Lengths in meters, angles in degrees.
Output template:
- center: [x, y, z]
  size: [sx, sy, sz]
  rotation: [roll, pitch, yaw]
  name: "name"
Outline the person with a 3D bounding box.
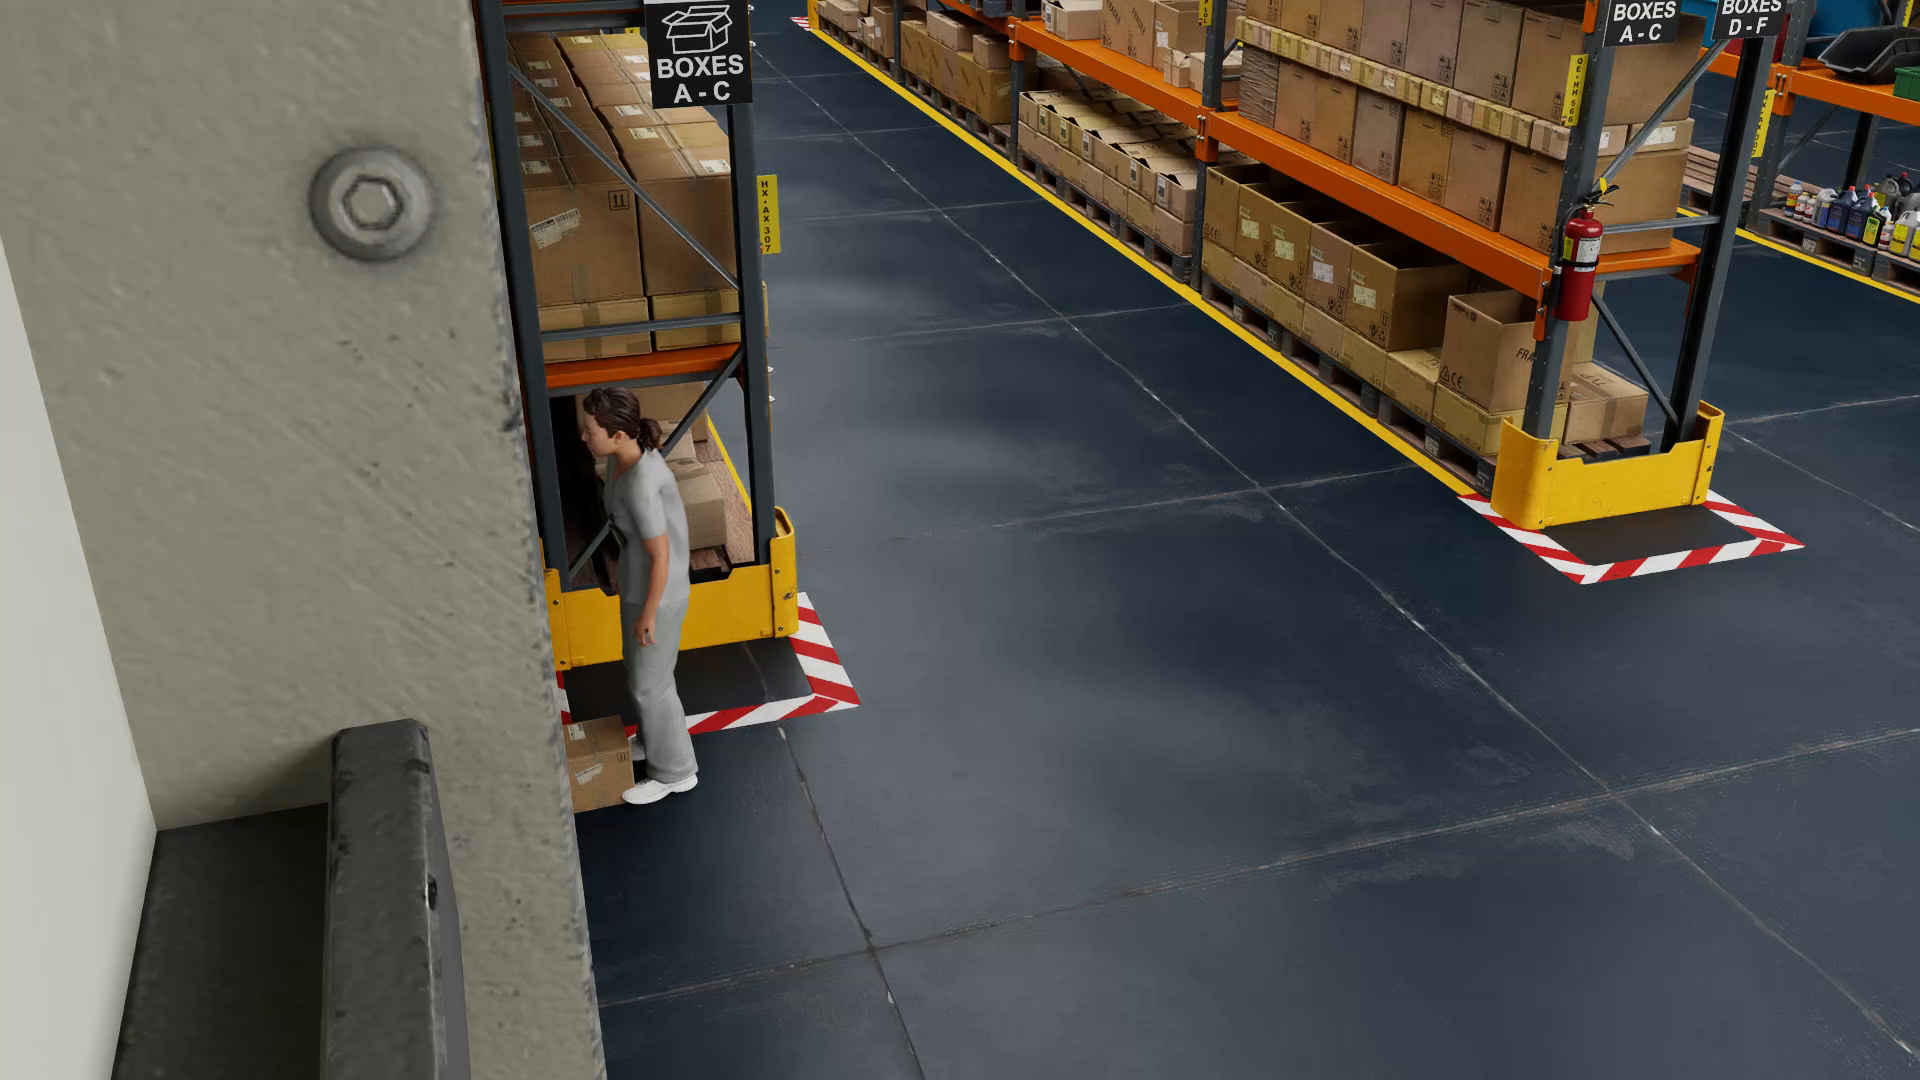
- center: [-1.187, 0.195, 6.223]
  size: [0.352, 1.673, 0.508]
  rotation: [-9, 28, -18]
  name: "person"
